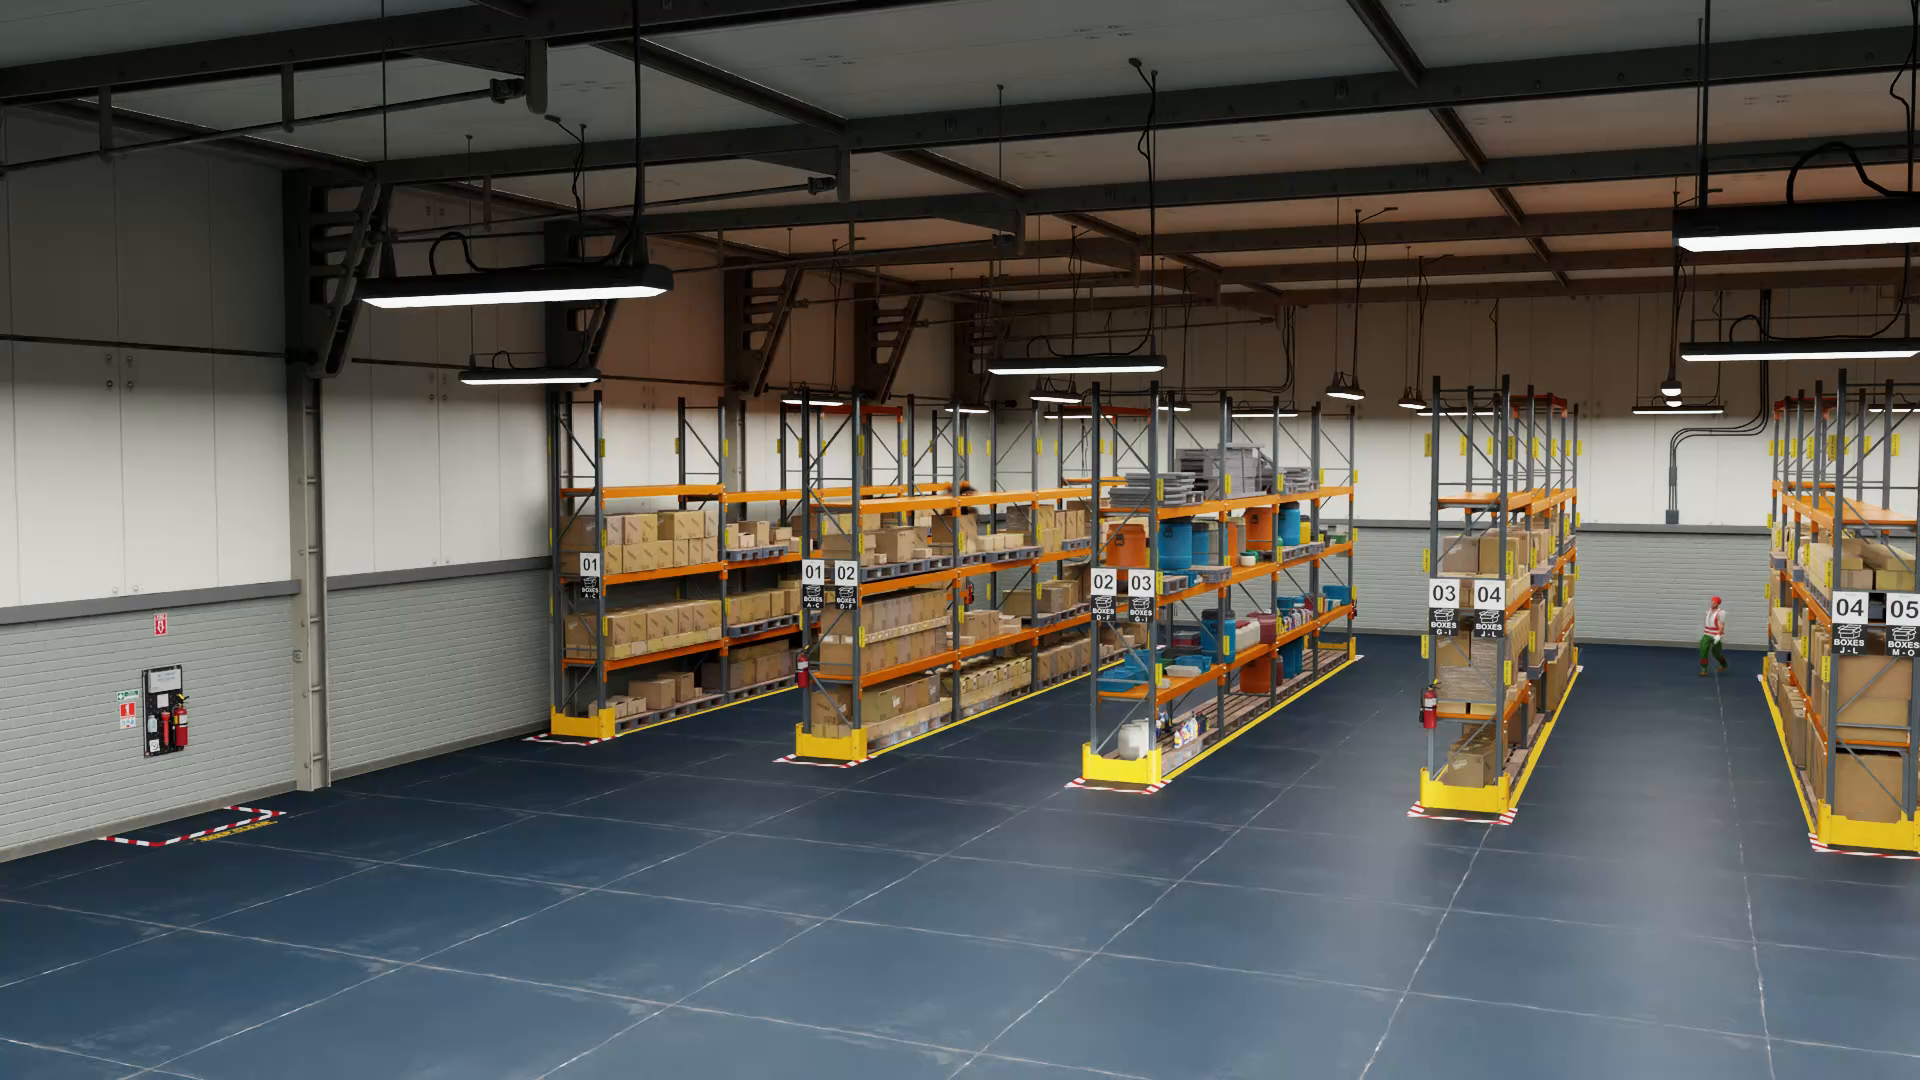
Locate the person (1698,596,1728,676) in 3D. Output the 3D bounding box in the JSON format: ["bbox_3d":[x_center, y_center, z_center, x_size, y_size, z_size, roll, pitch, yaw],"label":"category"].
[{"bbox_3d":[16.569,2.102,36.543,0.866,1.754,0.587,-2,4,-37],"label":"person"}]

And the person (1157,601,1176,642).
[{"bbox_3d":[5.257,1.775,42.735,0.541,1.700,0.615,-2,4,-28],"label":"person"}]
